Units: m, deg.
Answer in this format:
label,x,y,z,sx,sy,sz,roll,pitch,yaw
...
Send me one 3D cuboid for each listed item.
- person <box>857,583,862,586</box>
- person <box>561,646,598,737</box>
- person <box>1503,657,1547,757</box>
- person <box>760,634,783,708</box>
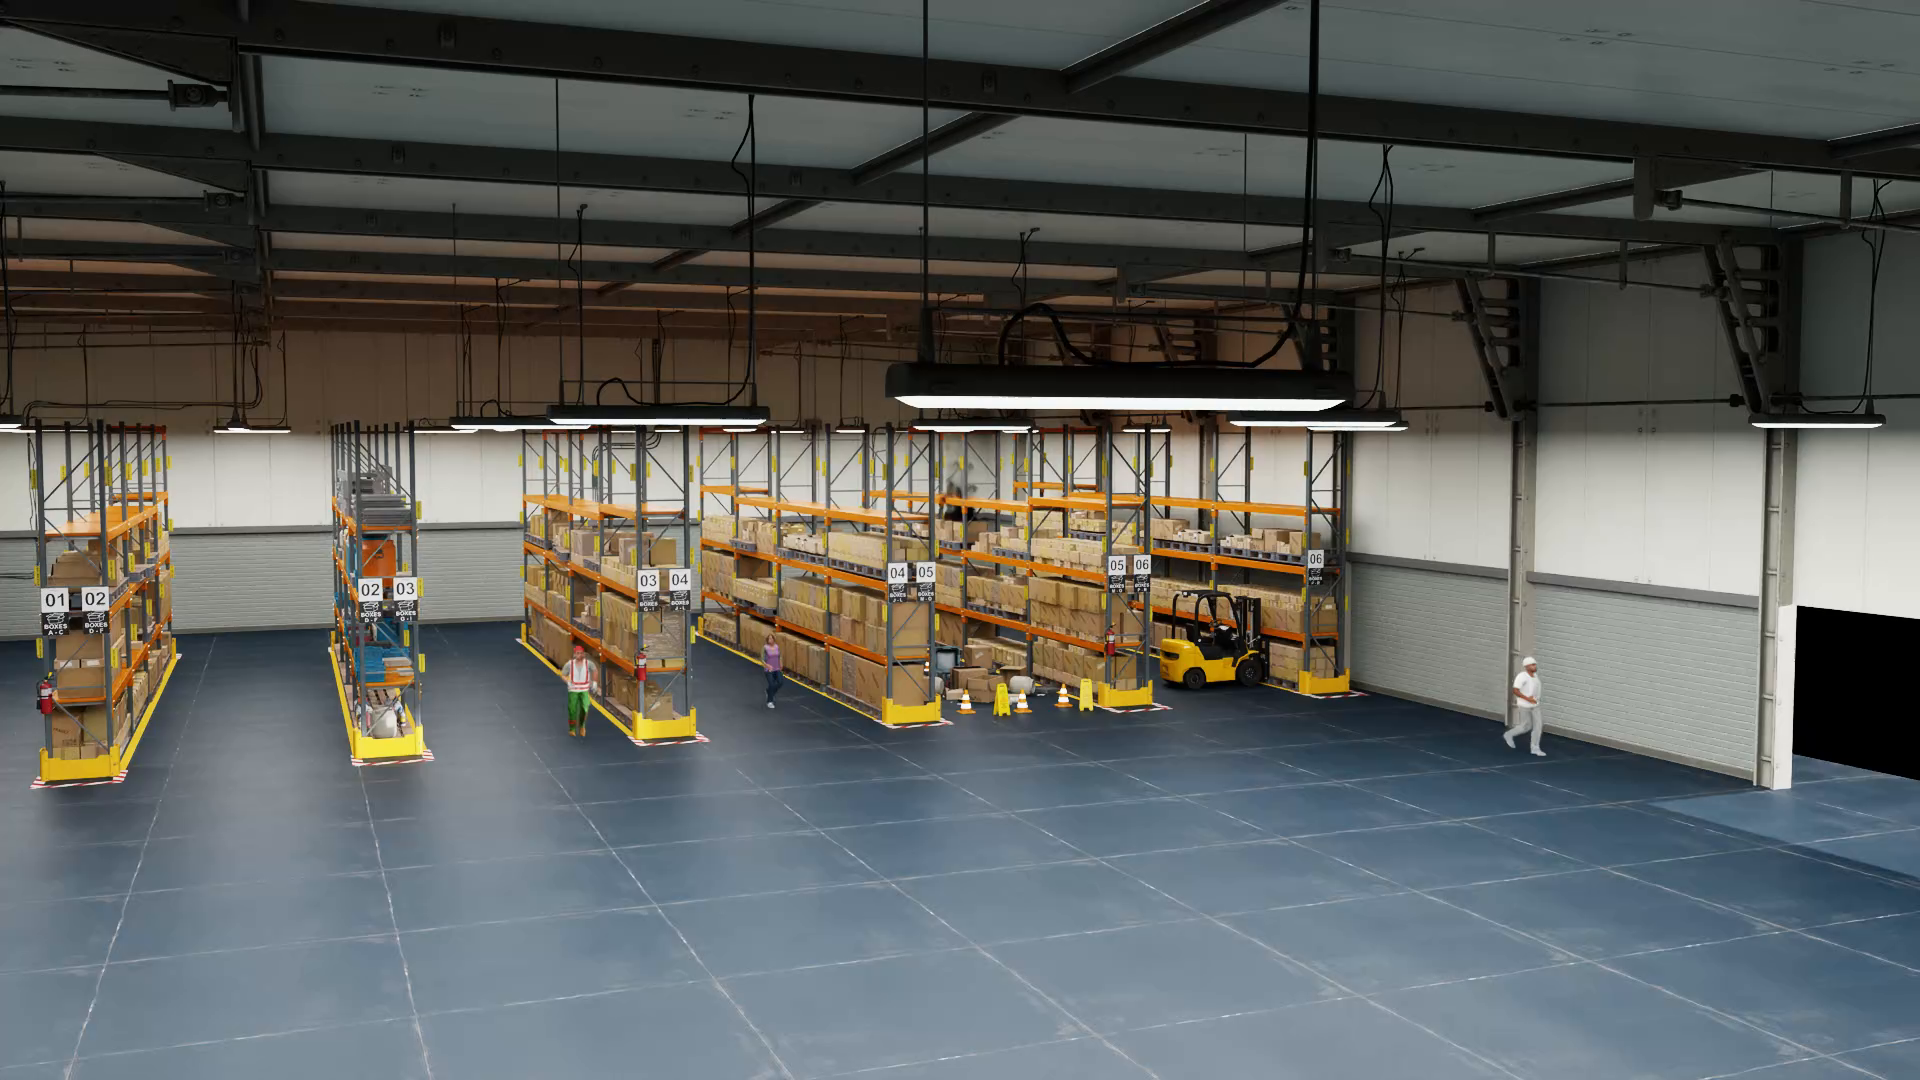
label,x,y,z,sx,sy,sz,roll,pitch,yaw
person,-3.035,1.672,51.273,0.535,1.705,0.746,-1,4,-16
person,-7.198,2.865,31.493,0.695,1.742,0.690,-1,4,-16
person,10.204,2.981,29.943,0.703,1.756,0.853,-2,4,-35
person,-3.943,2.759,35.041,0.550,1.561,0.478,-2,4,-30
